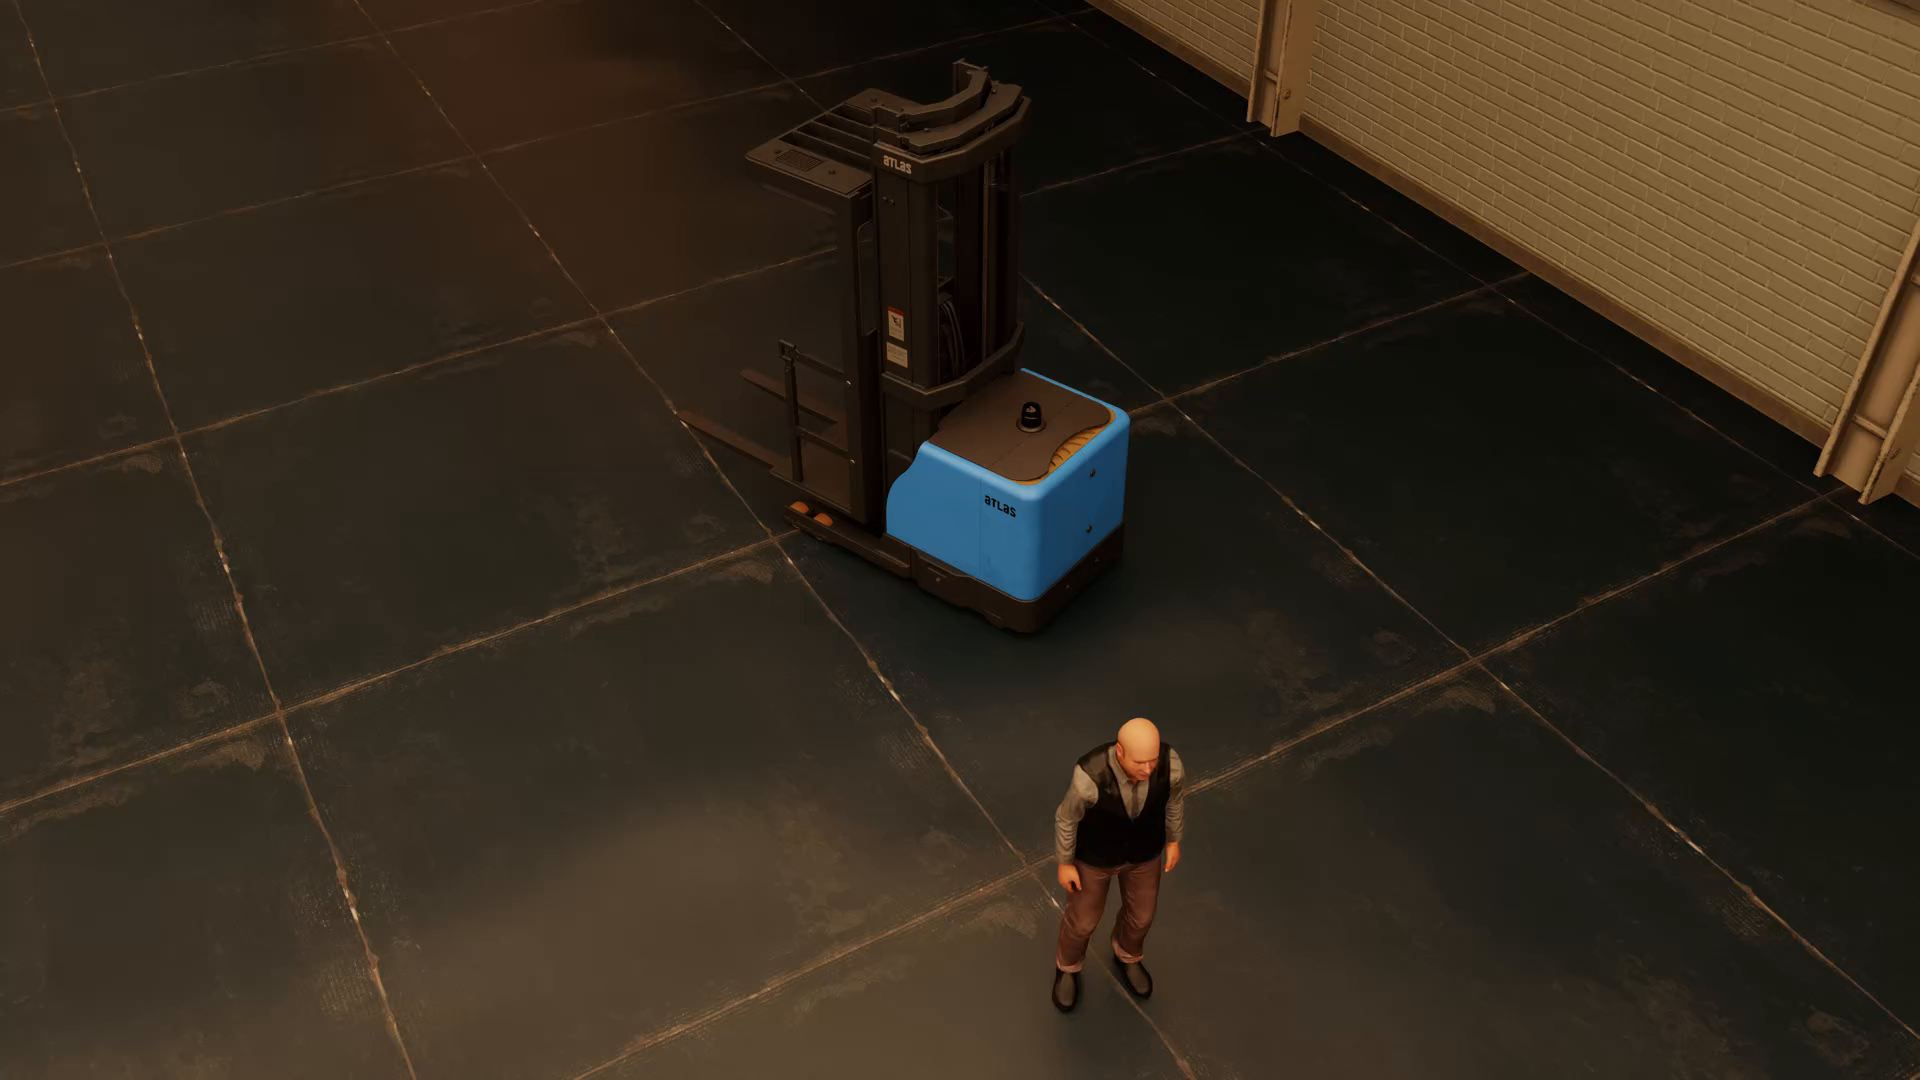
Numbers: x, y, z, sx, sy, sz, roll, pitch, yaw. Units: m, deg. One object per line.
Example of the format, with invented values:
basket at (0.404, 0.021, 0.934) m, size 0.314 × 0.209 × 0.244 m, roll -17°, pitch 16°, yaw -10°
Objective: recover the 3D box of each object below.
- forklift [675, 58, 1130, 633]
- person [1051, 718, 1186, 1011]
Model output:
forklift at (-0.481, -1.366, 9.683) m, size 3.031 × 2.935 × 1.130 m, roll 26°, pitch 46°, yaw 28°
person at (0.691, 1.371, 7.333) m, size 0.594 × 1.719 × 0.424 m, roll -9°, pitch 41°, yaw -11°
